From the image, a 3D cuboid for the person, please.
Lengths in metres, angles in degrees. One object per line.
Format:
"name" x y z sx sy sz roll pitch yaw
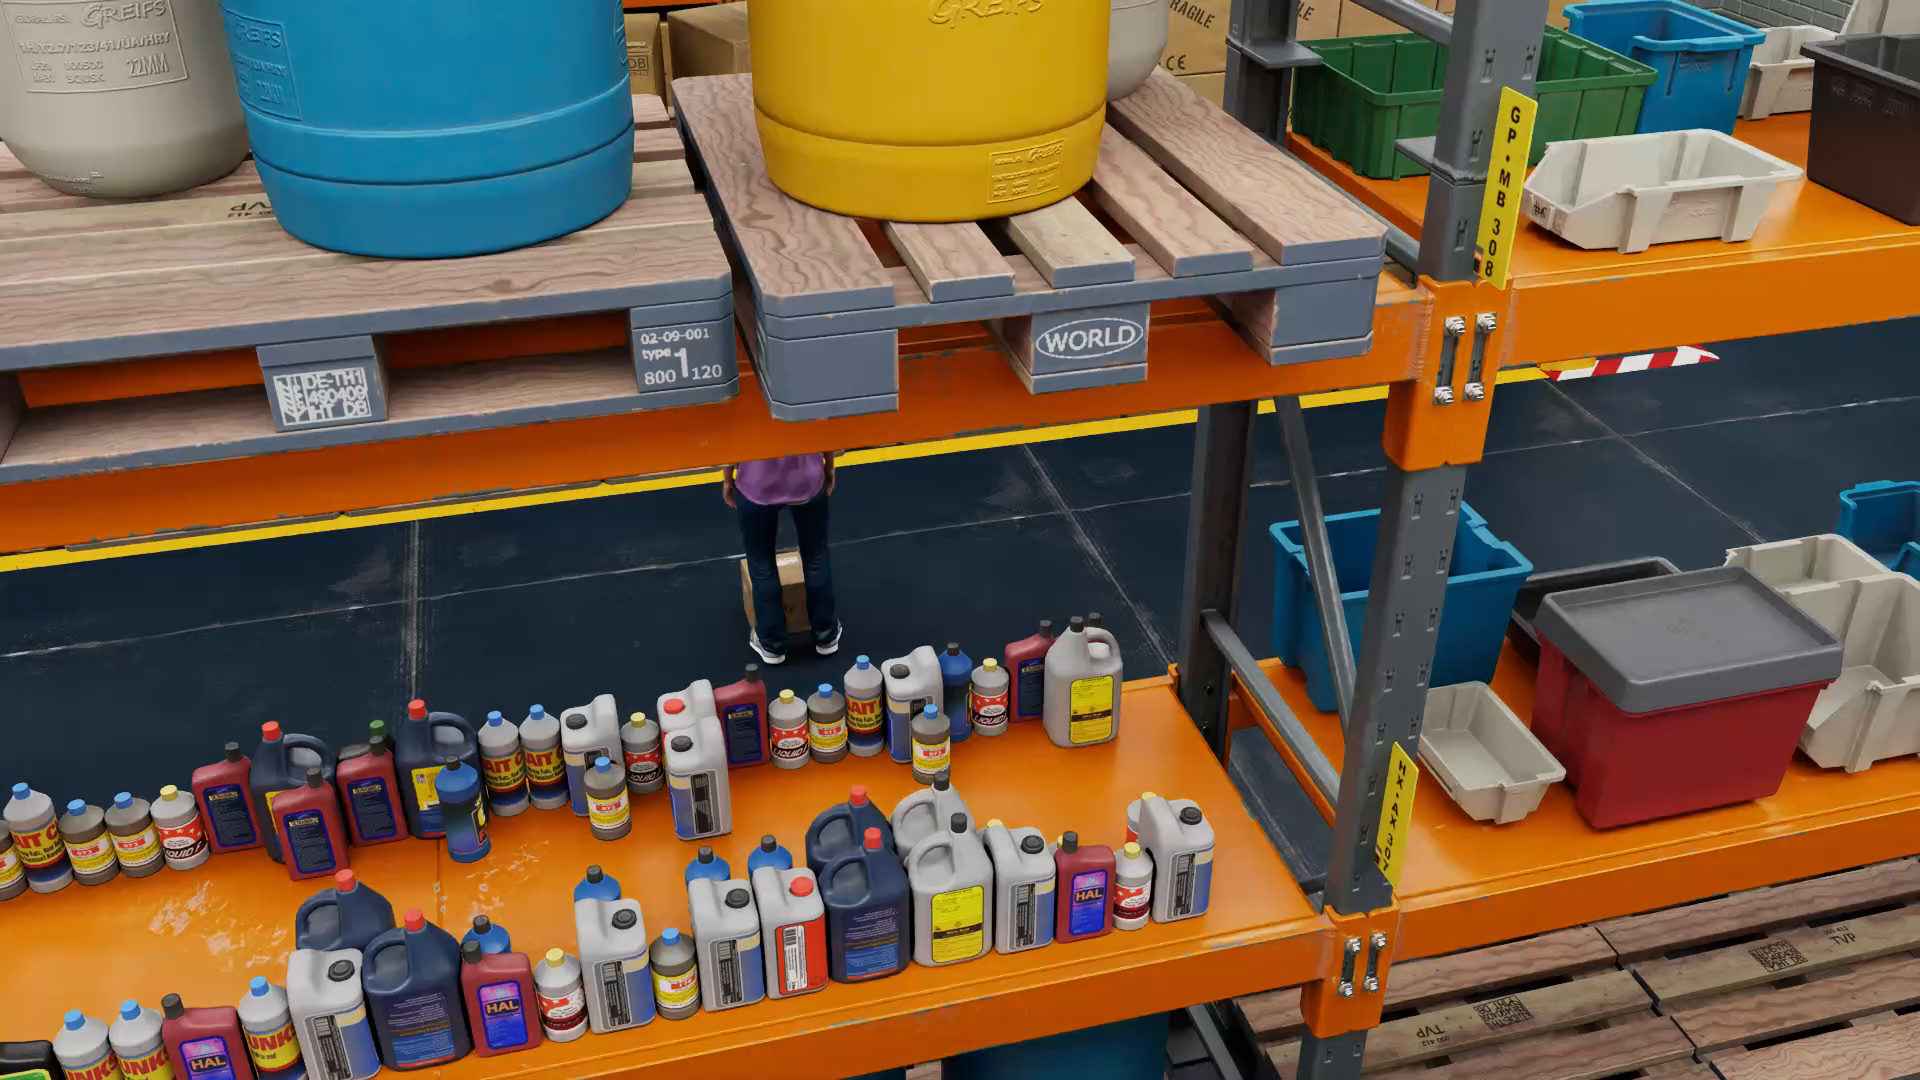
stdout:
"person" -0.704 -0.227 6.525 0.462 1.593 0.344 -8 32 -13
